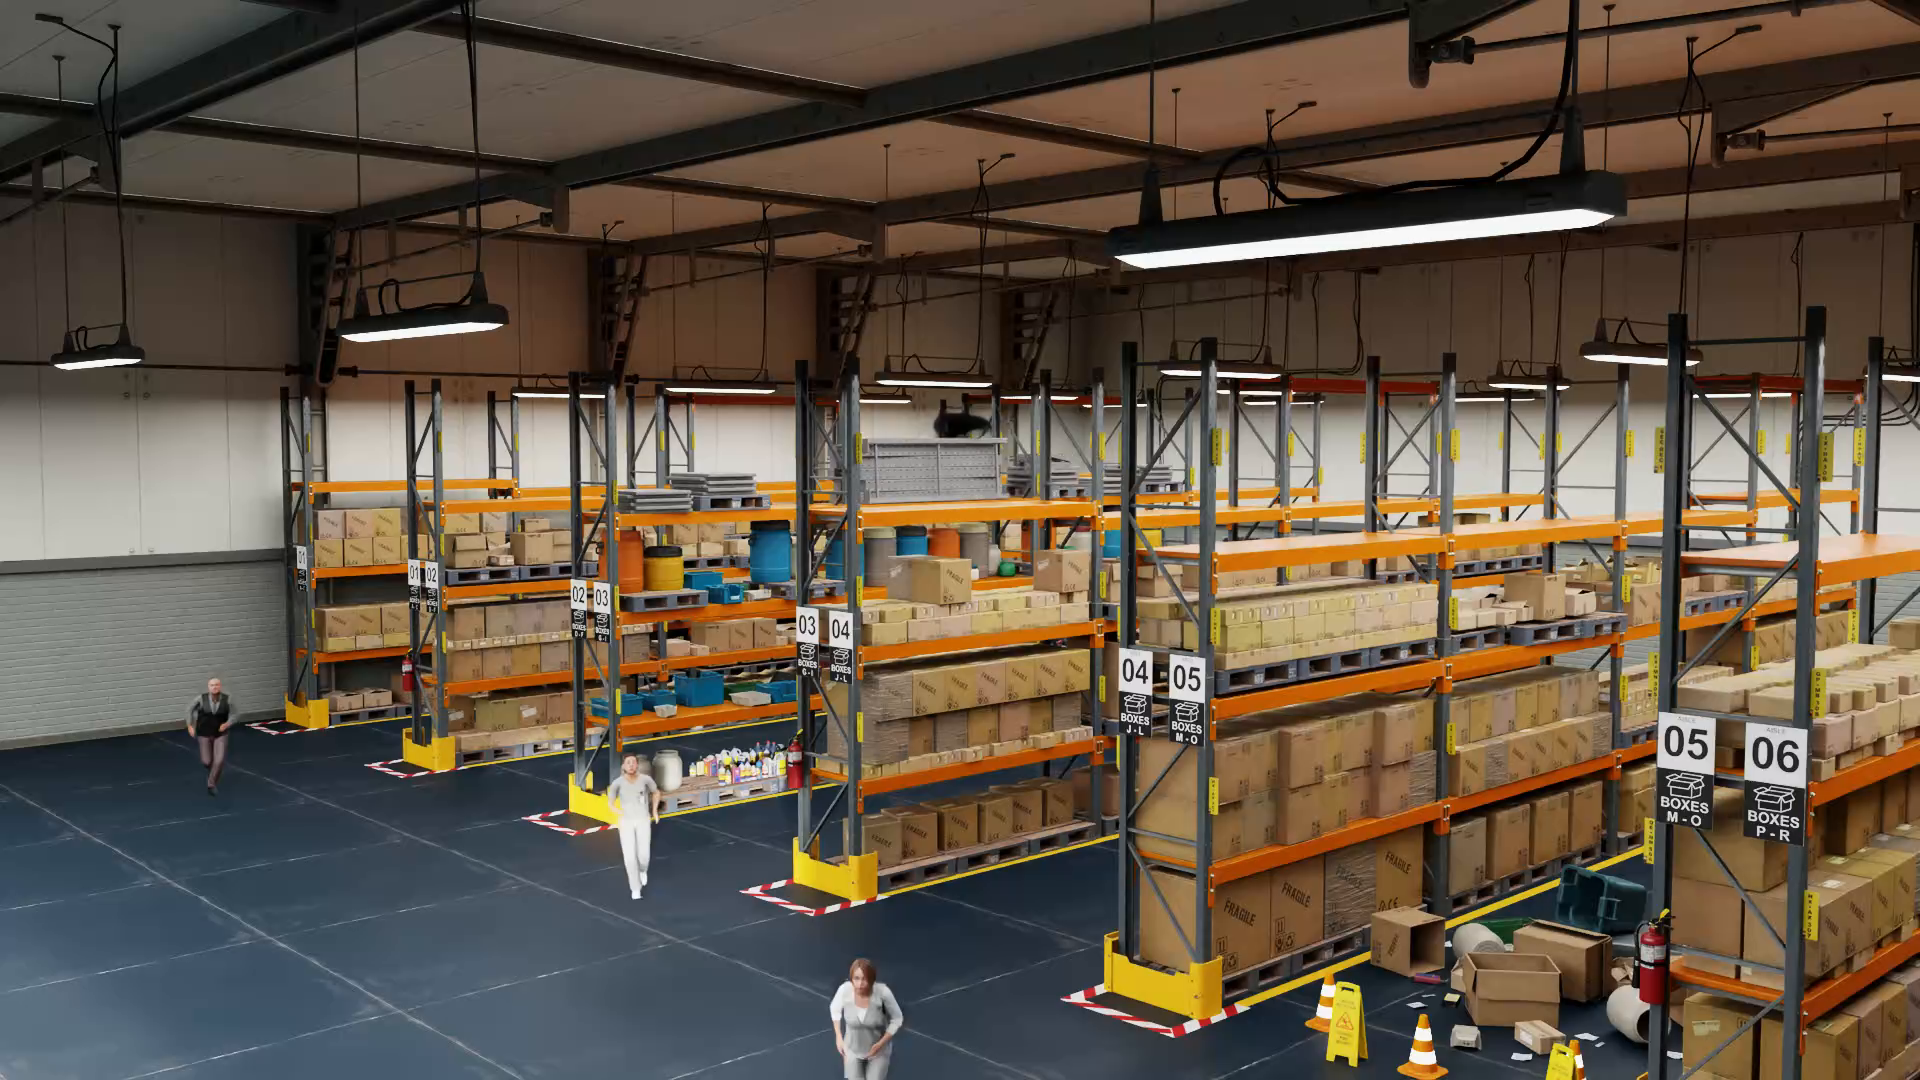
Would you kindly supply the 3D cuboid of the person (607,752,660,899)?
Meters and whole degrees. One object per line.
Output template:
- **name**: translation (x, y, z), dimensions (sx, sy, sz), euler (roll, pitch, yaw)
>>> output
- **person**: translation (-3.627, 3.140, 18.497), dimensions (0.586, 1.568, 0.587), euler (-1, 4, -12)

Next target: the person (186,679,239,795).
- **person**: translation (-10.740, 2.822, 23.907), dimensions (0.693, 1.674, 0.683), euler (-2, 4, -24)

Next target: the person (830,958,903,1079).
- **person**: translation (-0.663, 3.664, 11.862), dimensions (0.533, 1.538, 0.720), euler (0, 4, 2)
